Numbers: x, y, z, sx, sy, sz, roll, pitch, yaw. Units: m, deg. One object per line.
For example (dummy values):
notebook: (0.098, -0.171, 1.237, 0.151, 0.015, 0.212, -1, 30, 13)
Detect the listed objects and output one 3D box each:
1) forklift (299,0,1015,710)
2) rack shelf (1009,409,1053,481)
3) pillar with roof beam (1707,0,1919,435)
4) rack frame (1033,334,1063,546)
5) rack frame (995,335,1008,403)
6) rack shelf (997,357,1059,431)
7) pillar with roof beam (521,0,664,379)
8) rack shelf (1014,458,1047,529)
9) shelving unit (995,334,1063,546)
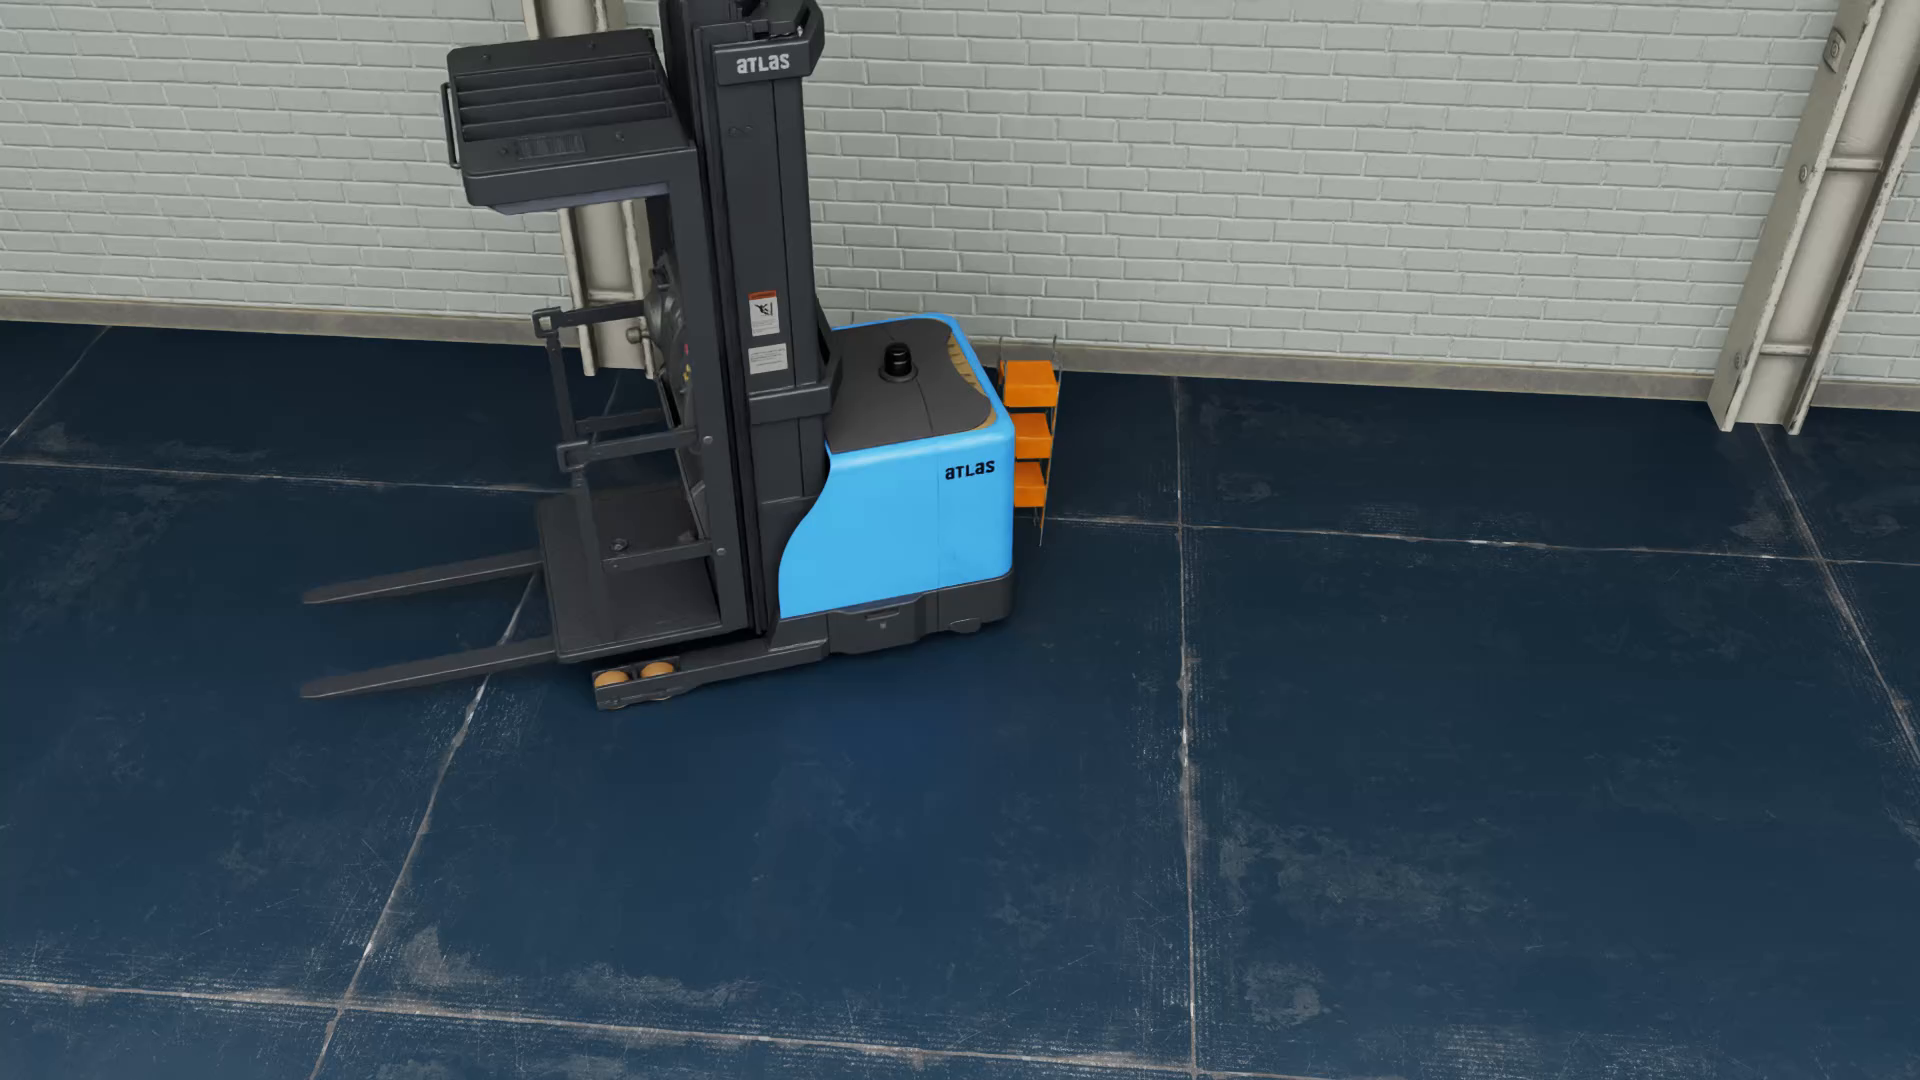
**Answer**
forklift: (-1.333, -0.793, 6.572, 3.031, 2.935, 1.130, -10, 40, -13)
rack shelf: (0.279, -0.431, 7.624, 0.240, 0.259, 0.215, -1, 39, -8)
pillar with roof beam: (3.780, -1.434, 2.553, 0.400, 9.000, 9.100, 3, 39, 4)
rack frame: (0.401, -0.443, 7.633, 0.008, 1.050, 0.200, -1, 39, -8)
rack frame: (0.159, -0.436, 7.601, 0.008, 1.050, 0.200, -1, 39, -8)
rack shelf: (0.297, -0.652, 7.447, 0.240, 0.259, 0.215, -1, 39, -8)
pillar with roof beam: (-2.198, -1.761, 2.955, 0.400, 9.000, 9.100, 3, 39, 4)
rack shelf: (0.262, -0.215, 7.797, 0.240, 0.259, 0.215, -1, 39, -8)
shelving unit: (0.280, -0.440, 7.617, 0.252, 1.050, 0.215, -1, 39, -8)
